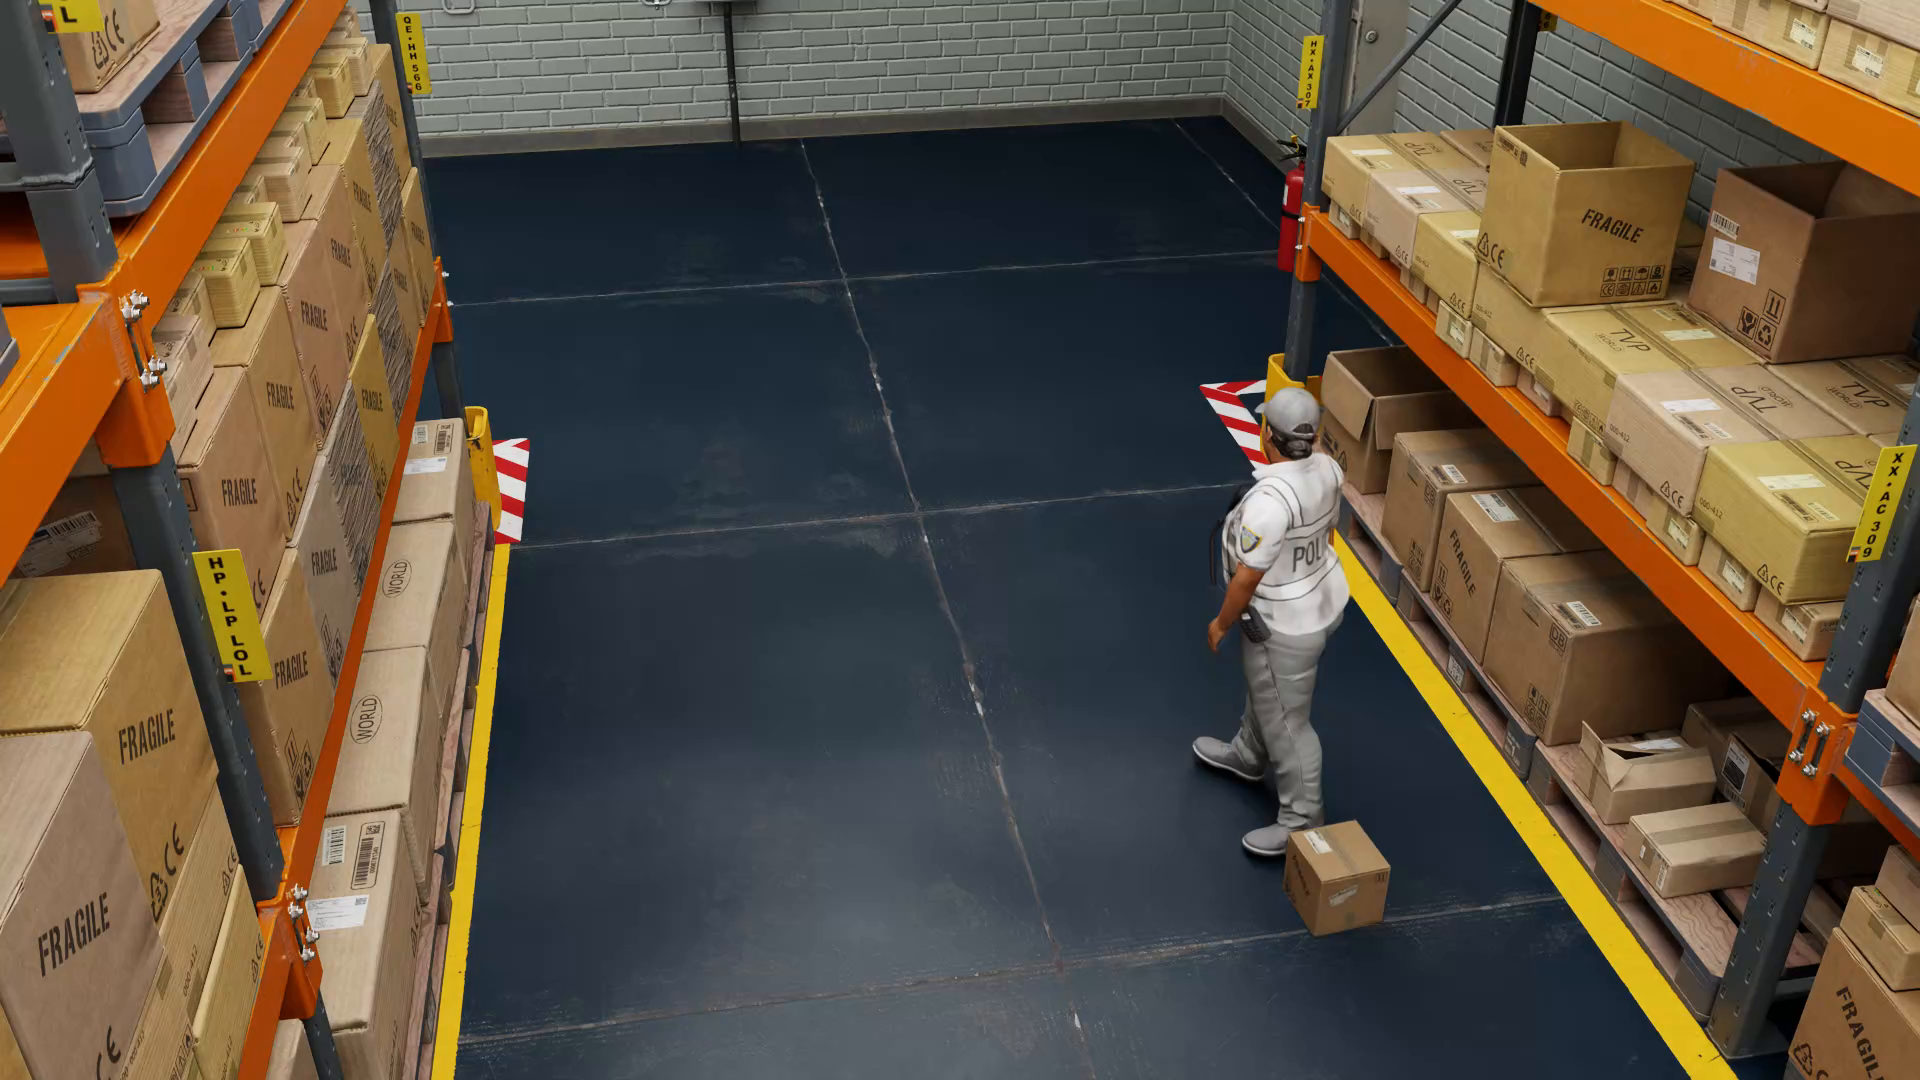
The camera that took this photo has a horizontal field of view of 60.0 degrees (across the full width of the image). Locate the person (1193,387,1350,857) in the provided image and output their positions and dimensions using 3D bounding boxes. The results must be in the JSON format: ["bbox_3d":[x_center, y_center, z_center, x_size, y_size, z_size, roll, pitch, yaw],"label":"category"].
[{"bbox_3d":[1.075,0.247,5.682,0.624,1.646,0.559,18,35,28],"label":"person"}]
